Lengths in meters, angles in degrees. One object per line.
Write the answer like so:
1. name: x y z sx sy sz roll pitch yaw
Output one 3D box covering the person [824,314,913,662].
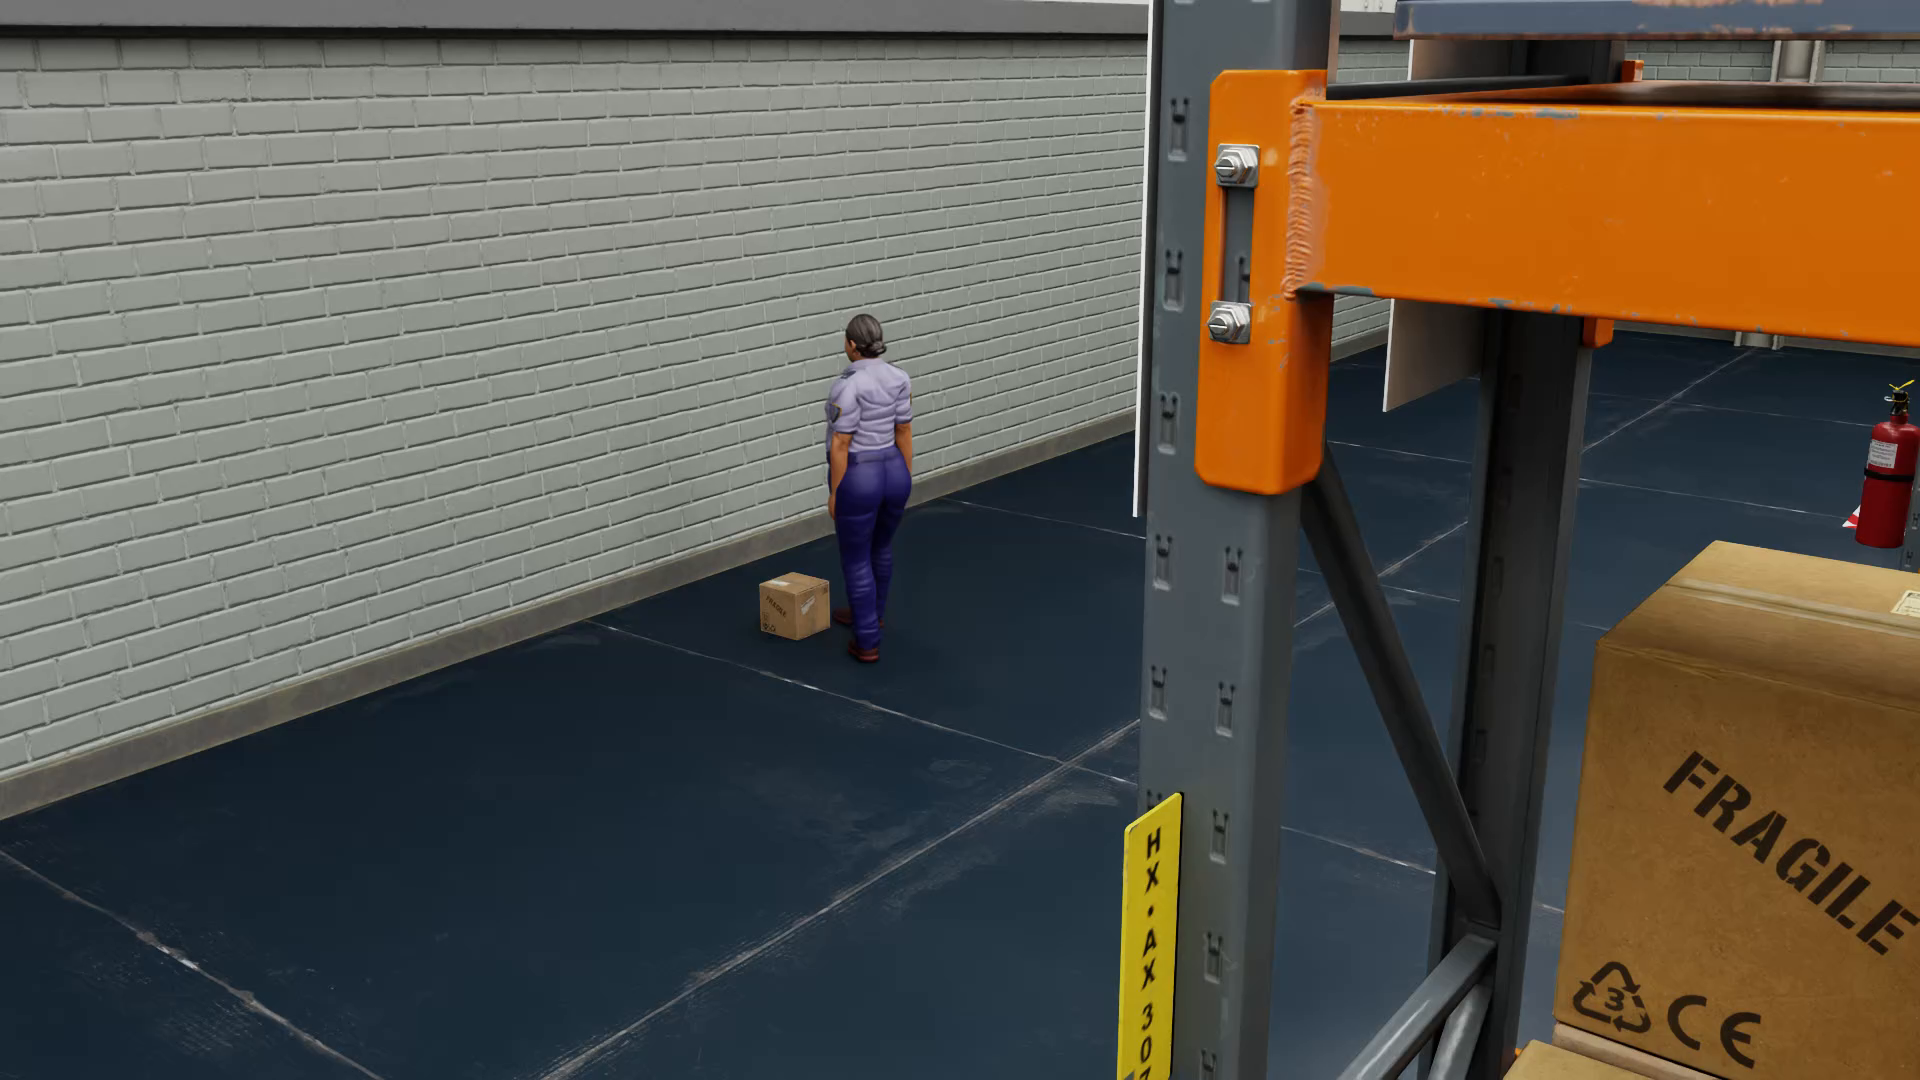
1. person: -0.526 -0.283 7.996 0.599 1.645 0.484 16 23 42
